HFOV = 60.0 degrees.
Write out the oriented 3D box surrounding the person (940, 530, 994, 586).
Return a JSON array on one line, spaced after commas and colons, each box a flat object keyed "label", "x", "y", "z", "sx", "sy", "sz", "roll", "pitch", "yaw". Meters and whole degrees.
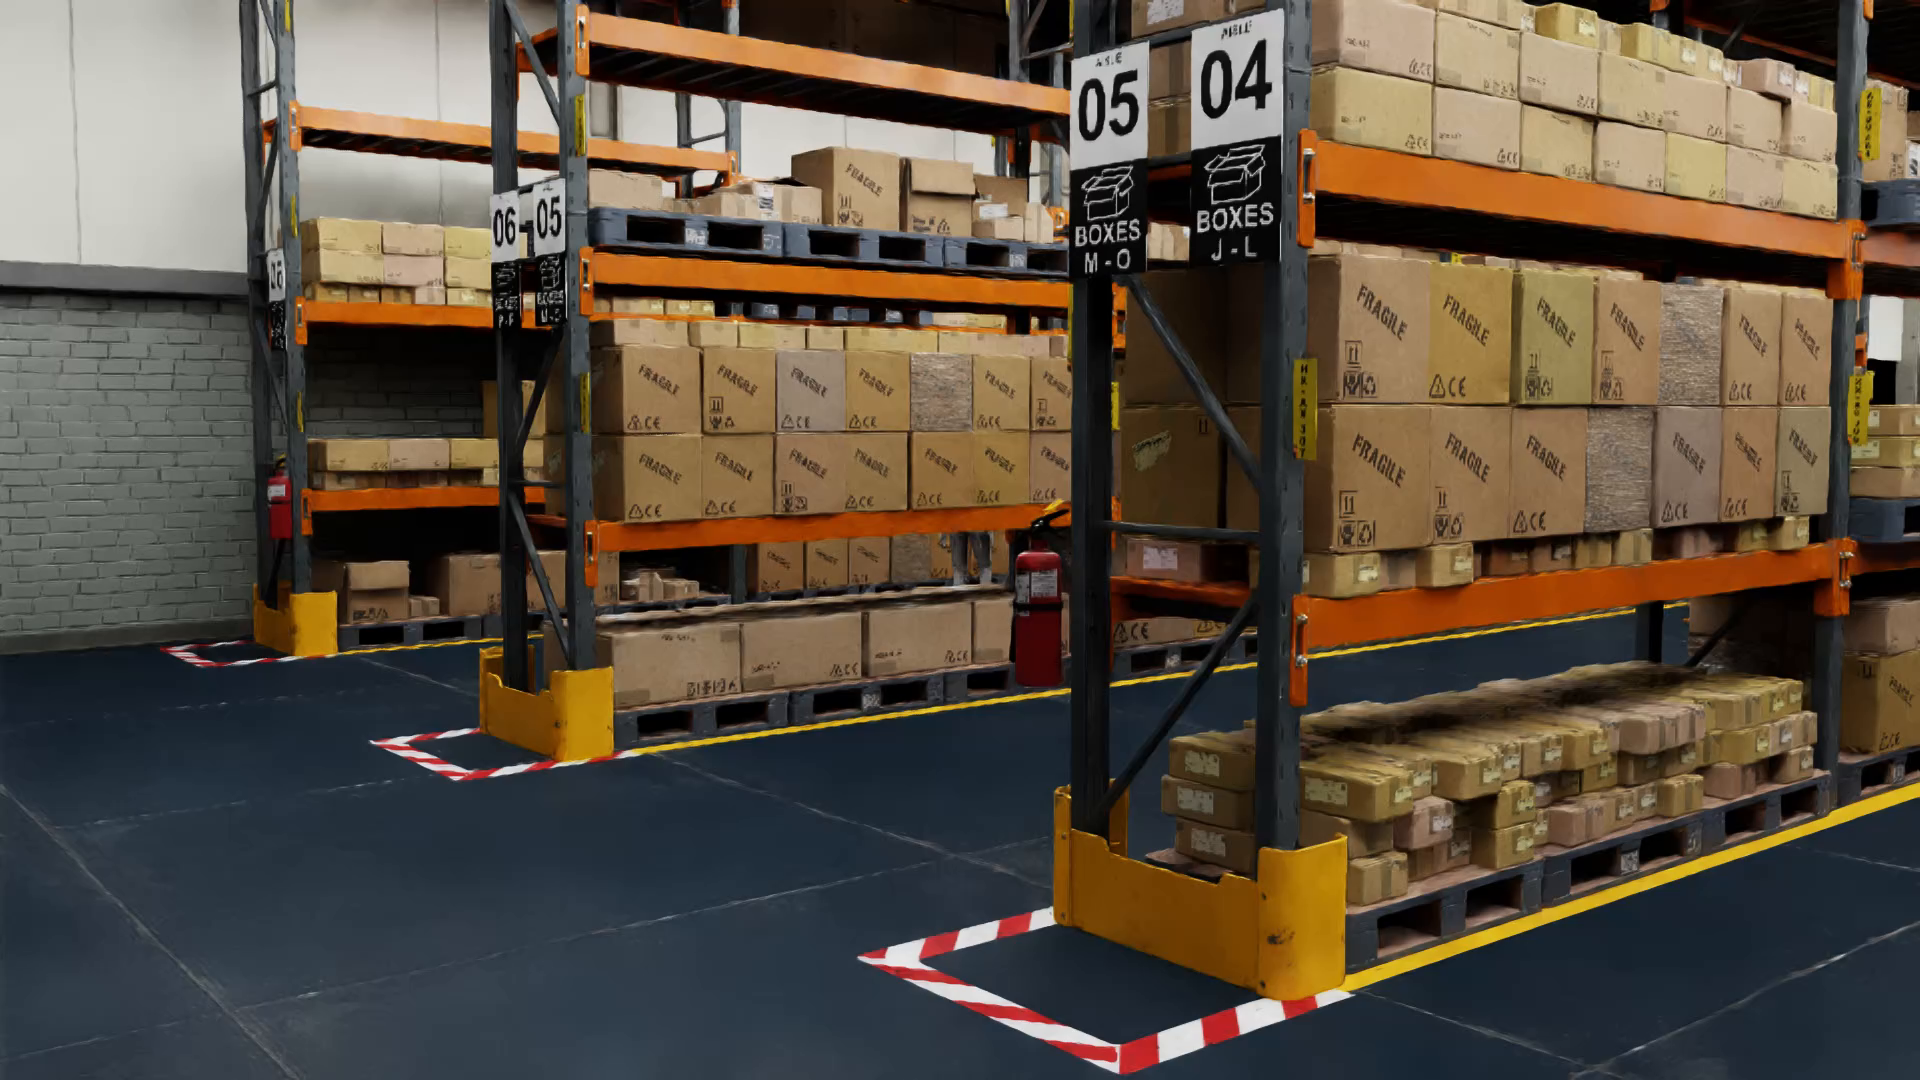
[{"label": "person", "x": 4.116, "y": -0.296, "z": 14.543, "sx": 8.731, "sy": 2.202, "sz": 0.748, "roll": 1, "pitch": 5, "yaw": 13}]
